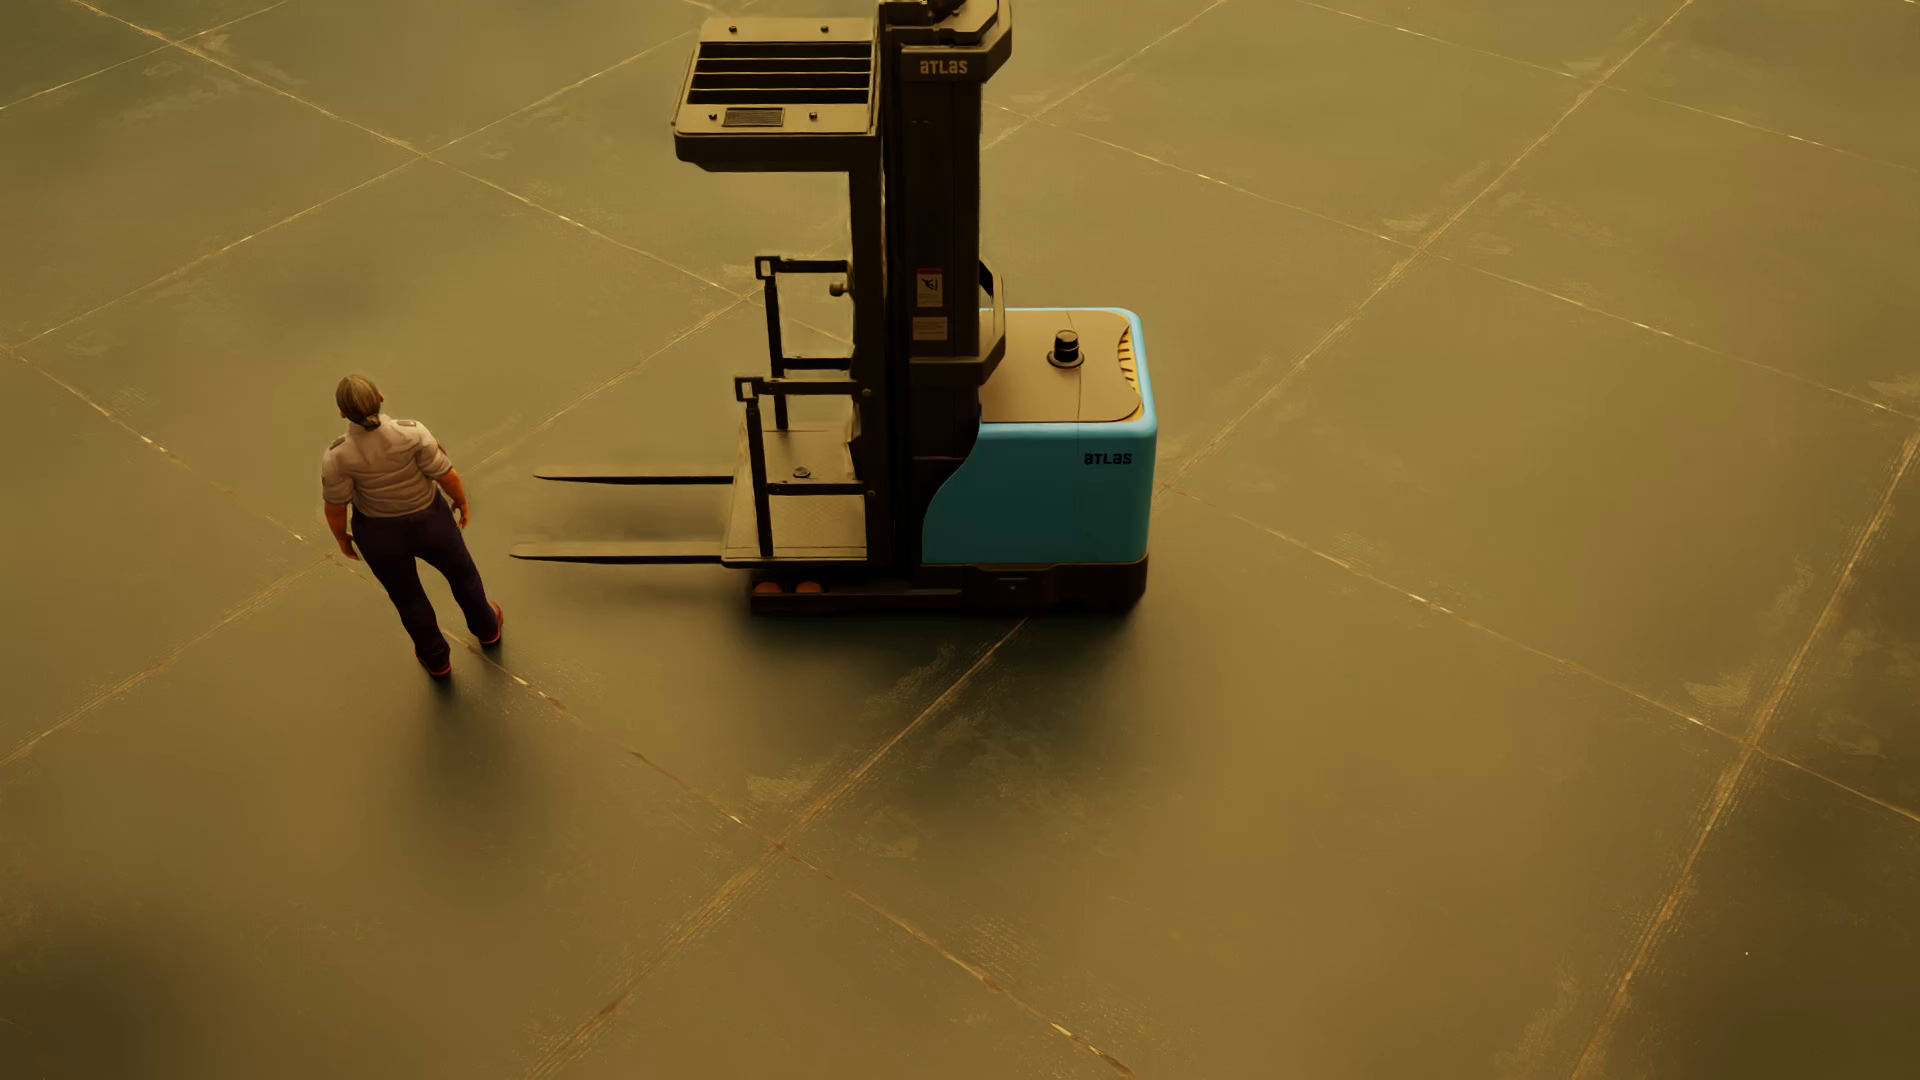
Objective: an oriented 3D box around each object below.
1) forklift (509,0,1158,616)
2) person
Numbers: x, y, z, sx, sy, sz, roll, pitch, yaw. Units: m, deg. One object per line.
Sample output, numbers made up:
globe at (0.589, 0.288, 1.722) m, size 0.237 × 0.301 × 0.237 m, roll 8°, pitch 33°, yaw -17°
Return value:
forklift at (-0.634, -1.099, 7.363) m, size 3.031 × 2.935 × 1.130 m, roll 0°, pitch 40°, yaw 0°
person at (-2.390, -0.101, 7.174) m, size 0.604 × 1.650 × 0.503 m, roll -15°, pitch 43°, yaw -17°
